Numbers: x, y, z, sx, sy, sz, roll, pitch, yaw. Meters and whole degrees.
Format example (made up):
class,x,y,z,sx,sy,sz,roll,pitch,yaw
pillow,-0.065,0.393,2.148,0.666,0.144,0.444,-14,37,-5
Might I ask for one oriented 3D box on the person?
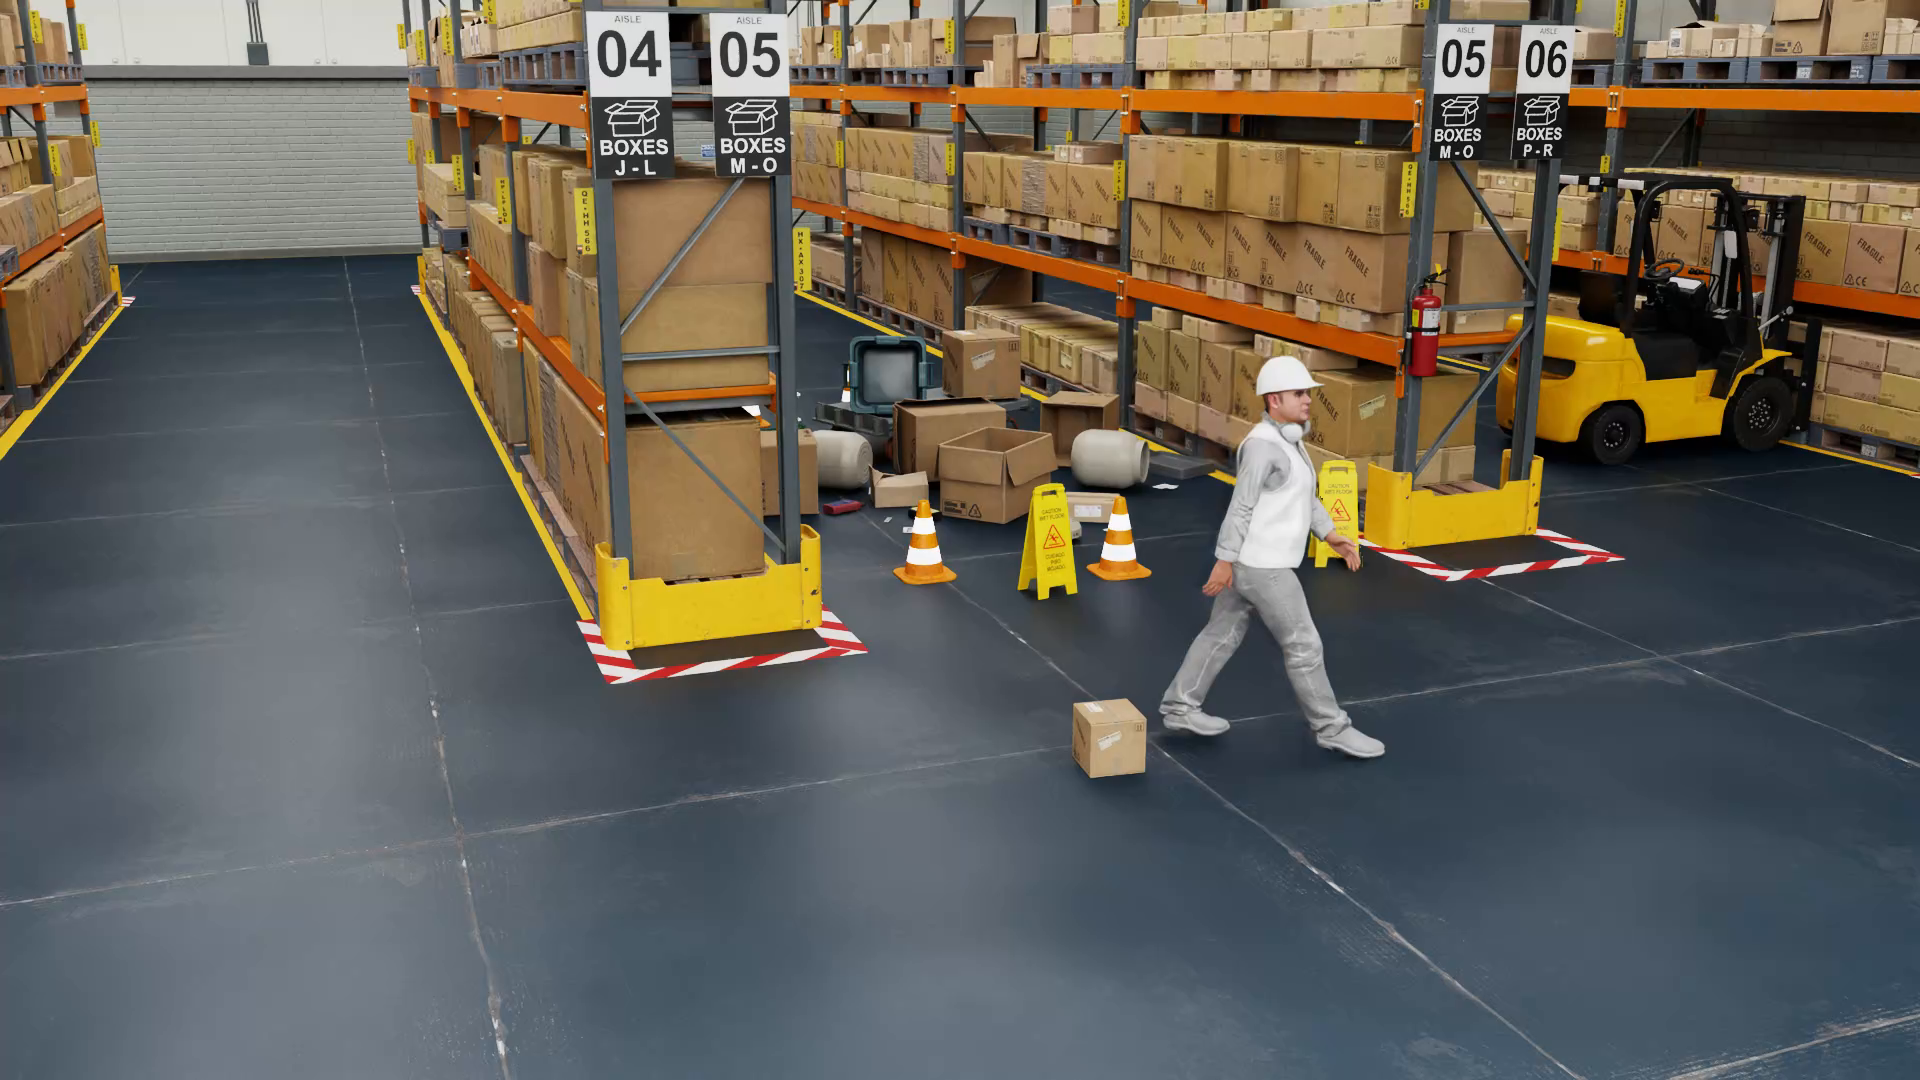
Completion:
class,x,y,z,sx,sy,sz,roll,pitch,yaw
person,1.388,0.063,7.238,0.994,1.726,0.516,2,16,9
